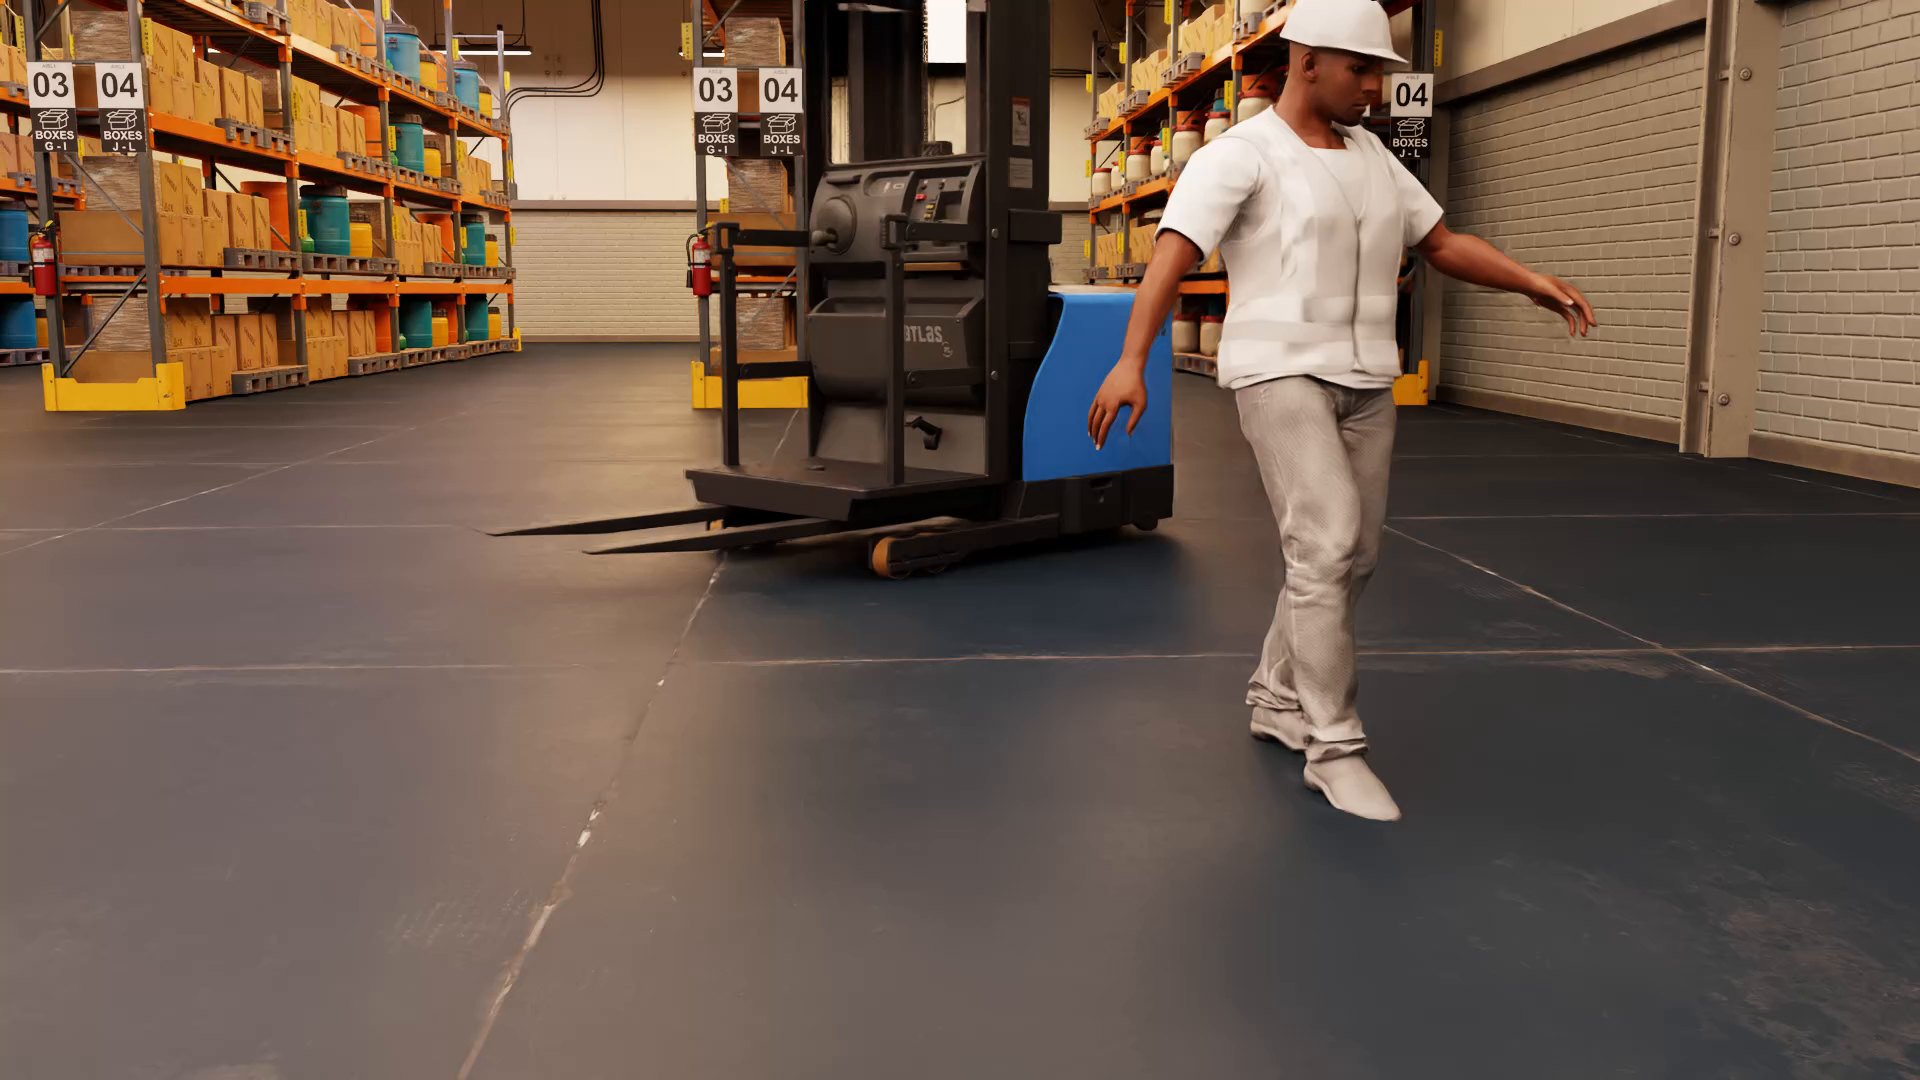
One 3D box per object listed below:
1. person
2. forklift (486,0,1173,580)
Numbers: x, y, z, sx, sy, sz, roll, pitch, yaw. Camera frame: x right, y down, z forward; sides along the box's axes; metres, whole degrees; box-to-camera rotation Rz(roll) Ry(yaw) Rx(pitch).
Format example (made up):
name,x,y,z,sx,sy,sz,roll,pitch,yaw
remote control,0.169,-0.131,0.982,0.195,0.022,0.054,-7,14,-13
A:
name,x,y,z,sx,sy,sz,roll,pitch,yaw
person,0.821,-0.321,3.653,1.052,1.765,0.705,-5,10,-30
forklift,-0.417,-1.382,6.638,1.130,2.935,3.031,8,12,43
